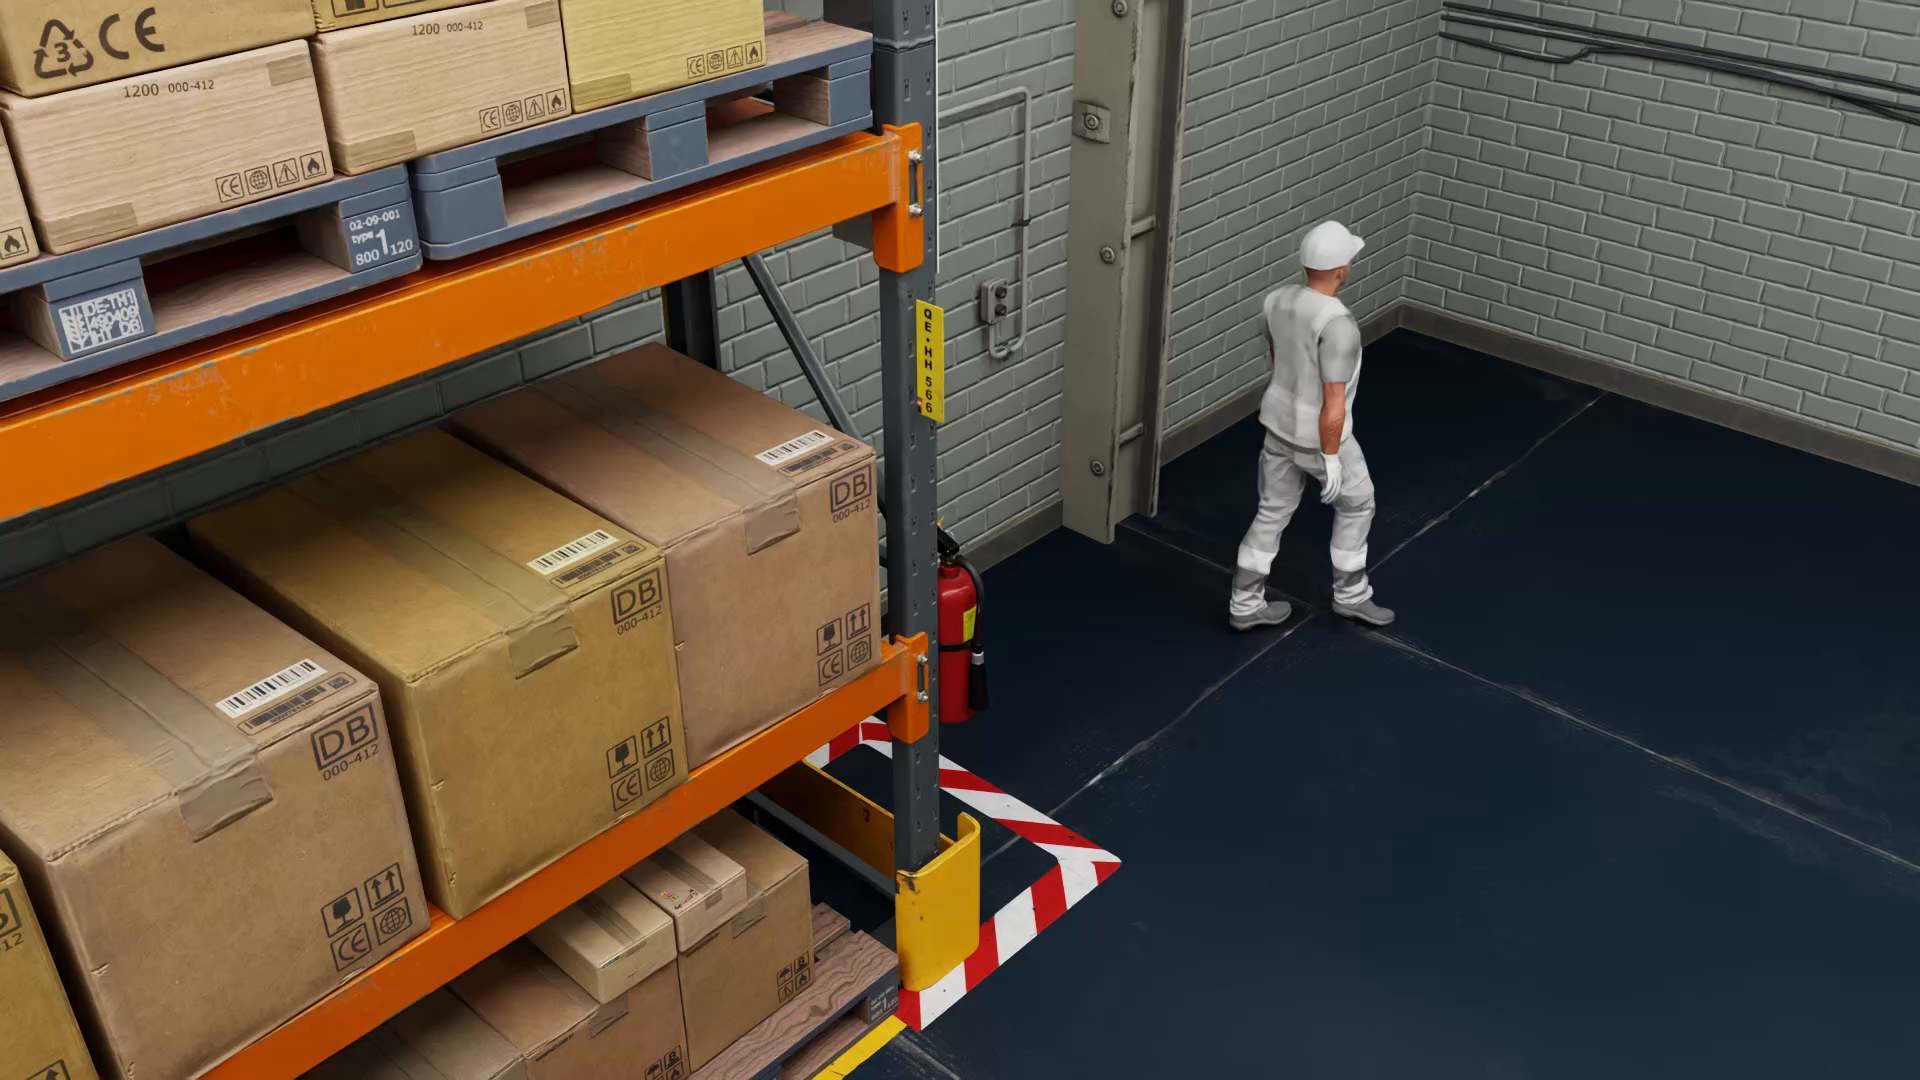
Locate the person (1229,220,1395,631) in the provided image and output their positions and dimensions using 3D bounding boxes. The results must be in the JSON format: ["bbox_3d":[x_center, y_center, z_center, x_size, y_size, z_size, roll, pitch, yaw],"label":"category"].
[{"bbox_3d":[1.482,-0.433,6.816,0.716,1.807,0.613,-16,35,-24],"label":"person"}]
